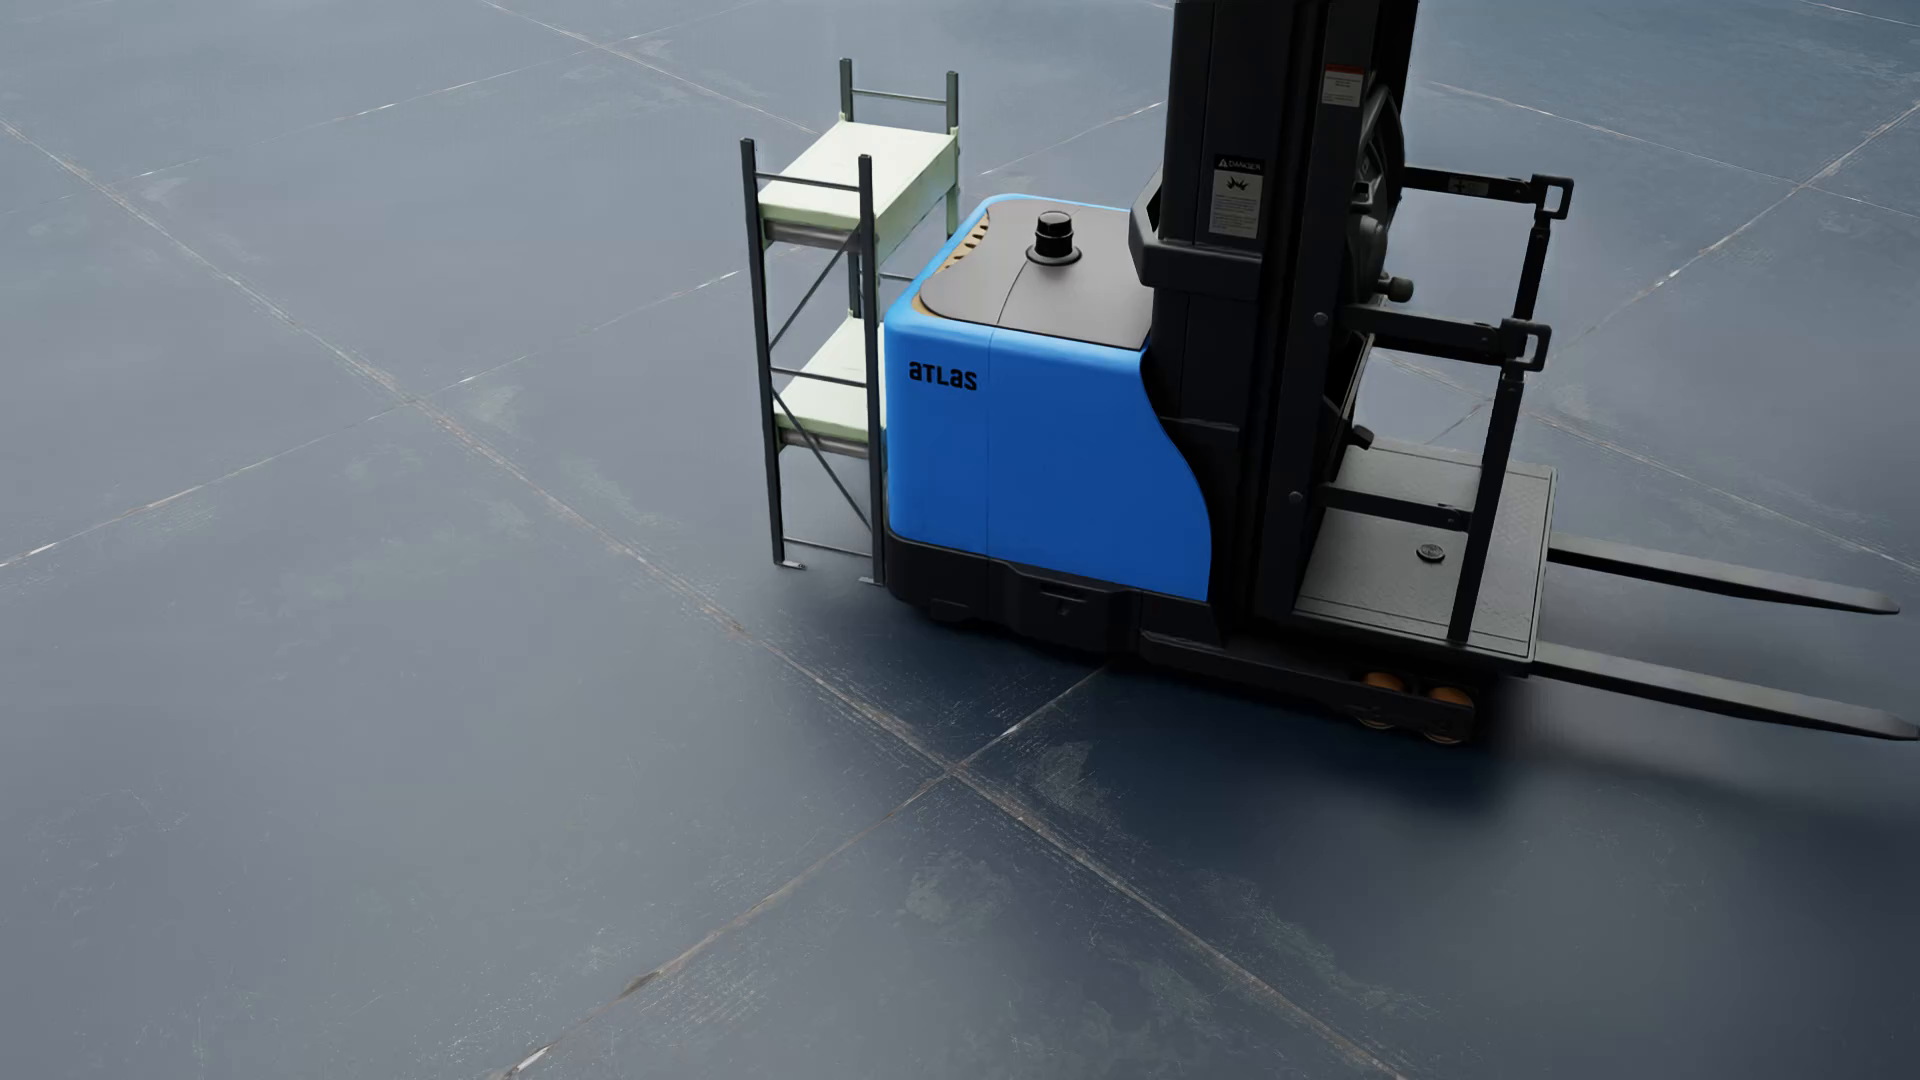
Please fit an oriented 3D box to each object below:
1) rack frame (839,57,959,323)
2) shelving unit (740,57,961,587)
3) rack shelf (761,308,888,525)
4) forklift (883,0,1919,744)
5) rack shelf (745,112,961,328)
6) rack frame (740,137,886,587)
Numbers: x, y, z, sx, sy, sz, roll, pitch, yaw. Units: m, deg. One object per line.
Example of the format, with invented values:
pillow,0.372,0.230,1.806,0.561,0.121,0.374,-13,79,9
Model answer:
rack frame,-0.196,-0.897,5.724,0.400,1.500,0.023,11,36,16
shelving unit,-0.318,-0.699,5.441,0.431,1.500,0.755,11,36,16
rack shelf,-0.318,-0.432,5.628,0.431,0.370,0.720,11,36,16
forklift,1.333,-0.948,4.546,3.031,2.935,1.130,12,37,16
rack shelf,-0.318,-1.019,5.218,0.431,0.370,0.720,11,36,16
rack frame,-0.440,-0.502,5.158,0.400,1.500,0.023,11,36,16
